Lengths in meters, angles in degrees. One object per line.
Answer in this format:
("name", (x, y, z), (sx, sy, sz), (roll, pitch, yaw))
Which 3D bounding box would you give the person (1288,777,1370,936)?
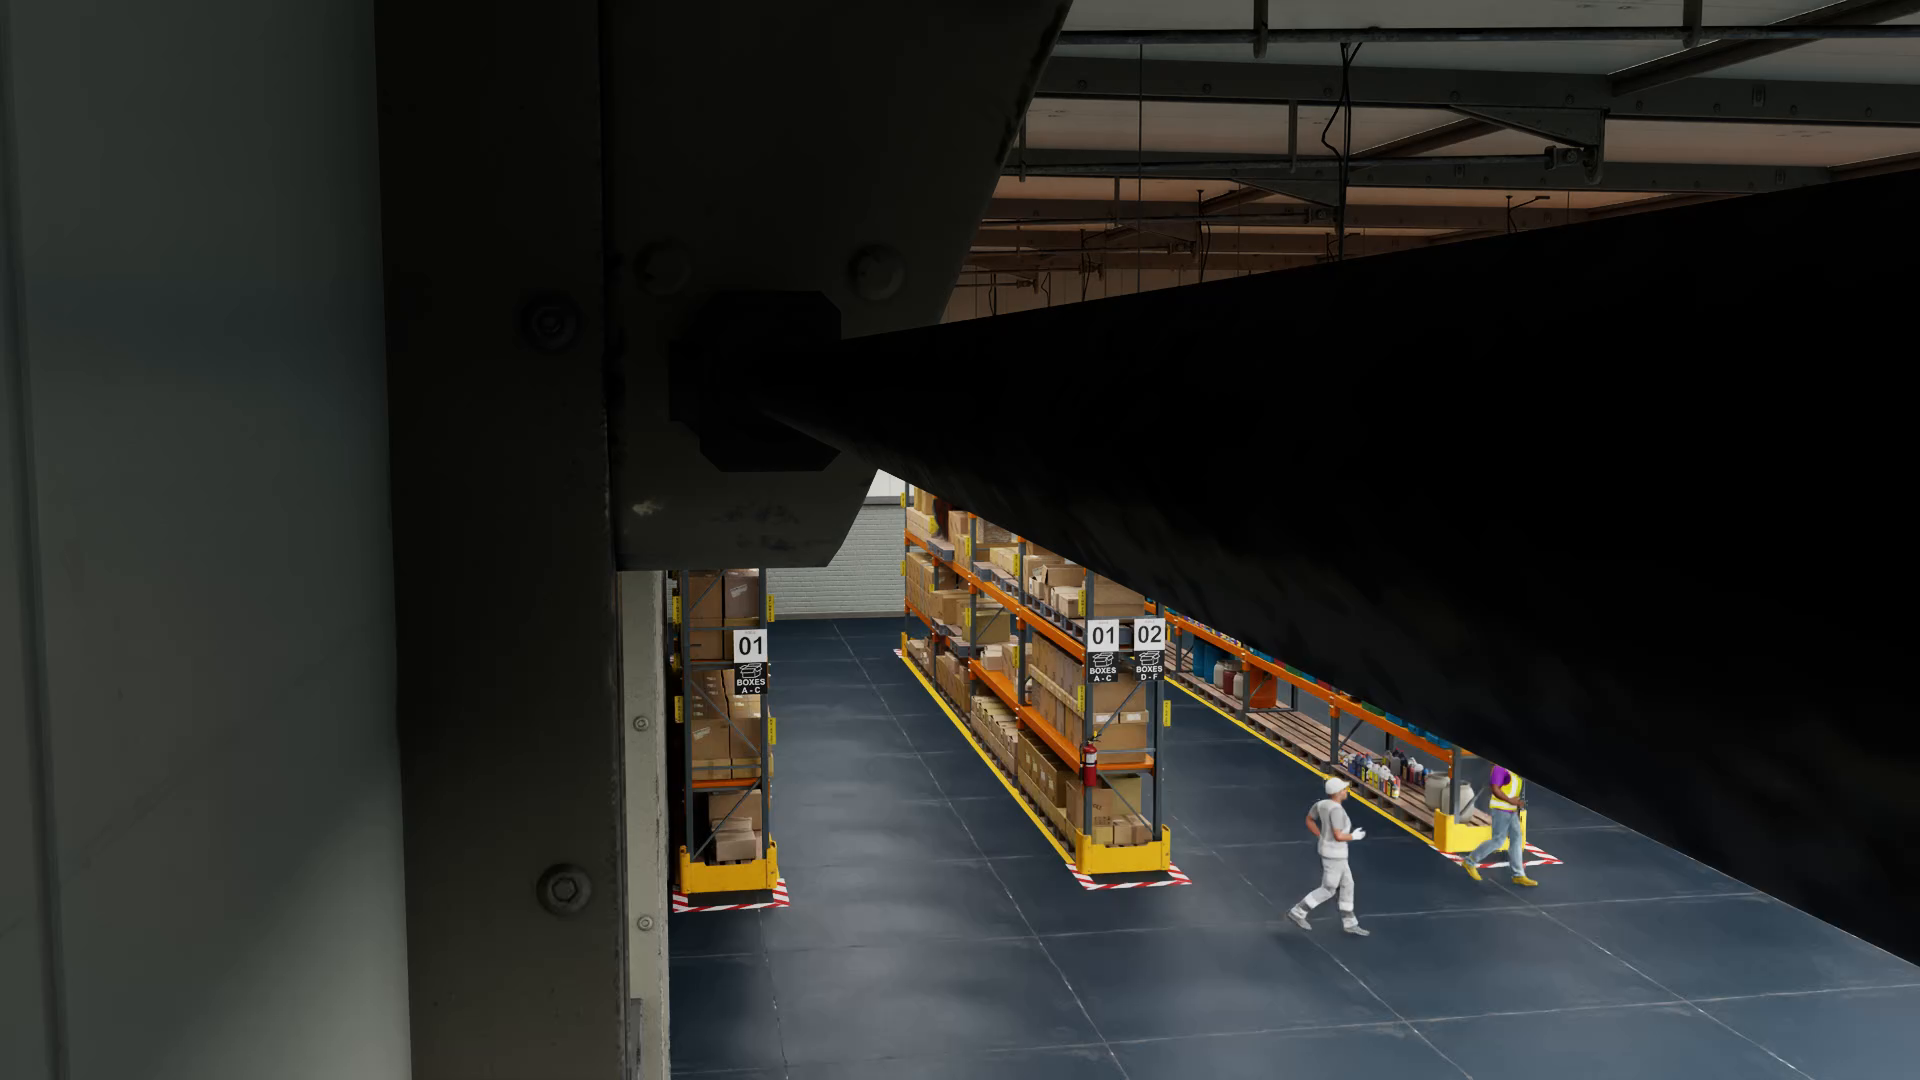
("person", (4.114, 3.525, 18.435), (0.925, 1.802, 0.634), (0, 6, 1))

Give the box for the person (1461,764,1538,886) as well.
("person", (6.713, 3.322, 20.489), (0.894, 1.746, 0.755), (3, 7, 29))
